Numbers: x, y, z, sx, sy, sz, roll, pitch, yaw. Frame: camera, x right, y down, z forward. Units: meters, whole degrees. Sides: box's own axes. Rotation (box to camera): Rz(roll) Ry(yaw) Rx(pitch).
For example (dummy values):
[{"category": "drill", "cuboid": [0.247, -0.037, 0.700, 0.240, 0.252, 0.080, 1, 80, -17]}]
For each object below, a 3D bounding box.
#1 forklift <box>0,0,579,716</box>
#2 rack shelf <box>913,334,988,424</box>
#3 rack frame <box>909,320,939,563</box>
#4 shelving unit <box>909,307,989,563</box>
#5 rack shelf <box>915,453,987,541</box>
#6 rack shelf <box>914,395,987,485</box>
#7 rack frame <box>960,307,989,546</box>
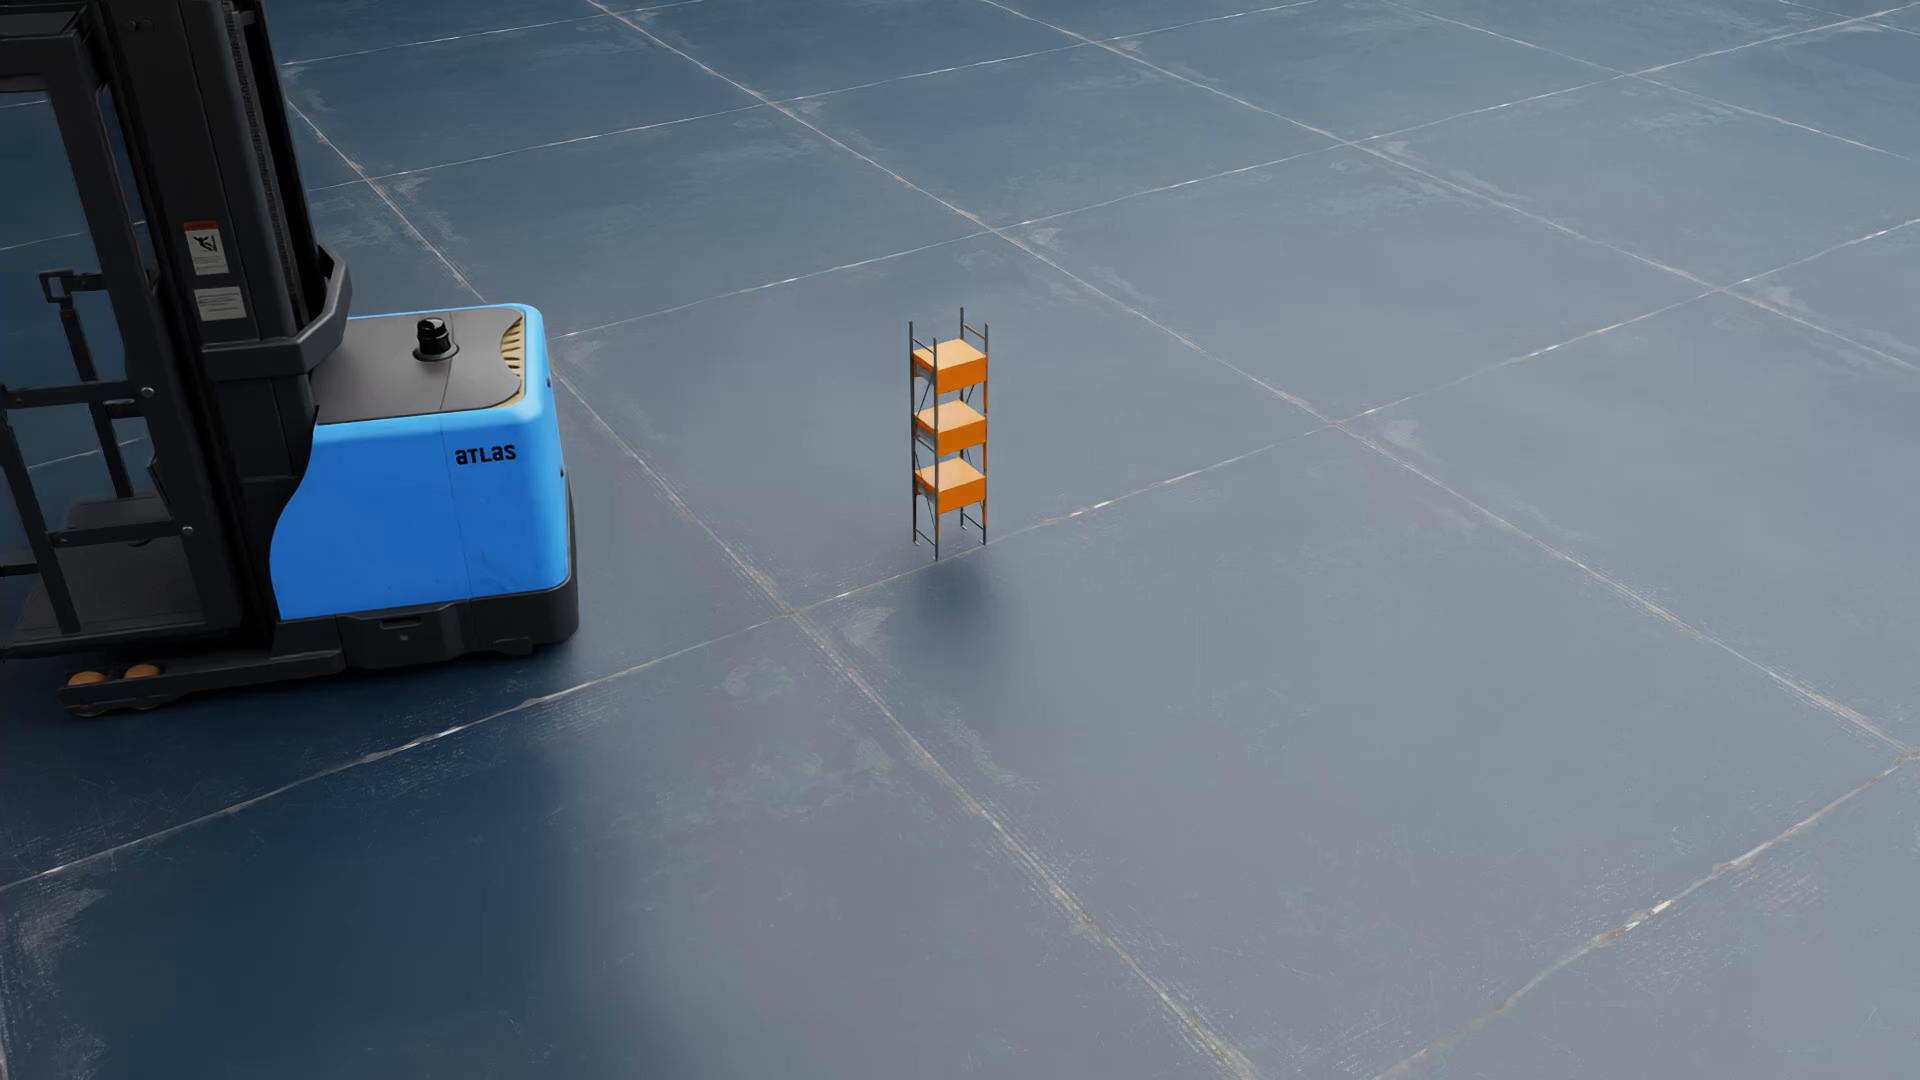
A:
[{"category": "forklift", "cuboid": [-3.079, -0.891, 5.915, 3.031, 2.935, 1.130, -7, 33, -10]}, {"category": "rack shelf", "cuboid": [-0.045, -0.660, 6.800, 0.240, 0.259, 0.215, -19, 37, -27]}, {"category": "rack frame", "cuboid": [-0.148, -0.393, 6.889, 0.008, 1.050, 0.200, -19, 37, -27]}, {"category": "shelving unit", "cuboid": [-0.045, -0.429, 6.945, 0.252, 1.050, 0.215, -19, 37, -27]}, {"category": "rack shelf", "cuboid": [-0.045, -0.185, 7.099, 0.240, 0.259, 0.215, -19, 37, -27]}, {"category": "rack shelf", "cuboid": [-0.045, -0.420, 6.951, 0.240, 0.259, 0.215, -19, 37, -27]}, {"category": "rack frame", "cuboid": [0.058, -0.464, 7.001, 0.008, 1.050, 0.200, -19, 37, -27]}]
